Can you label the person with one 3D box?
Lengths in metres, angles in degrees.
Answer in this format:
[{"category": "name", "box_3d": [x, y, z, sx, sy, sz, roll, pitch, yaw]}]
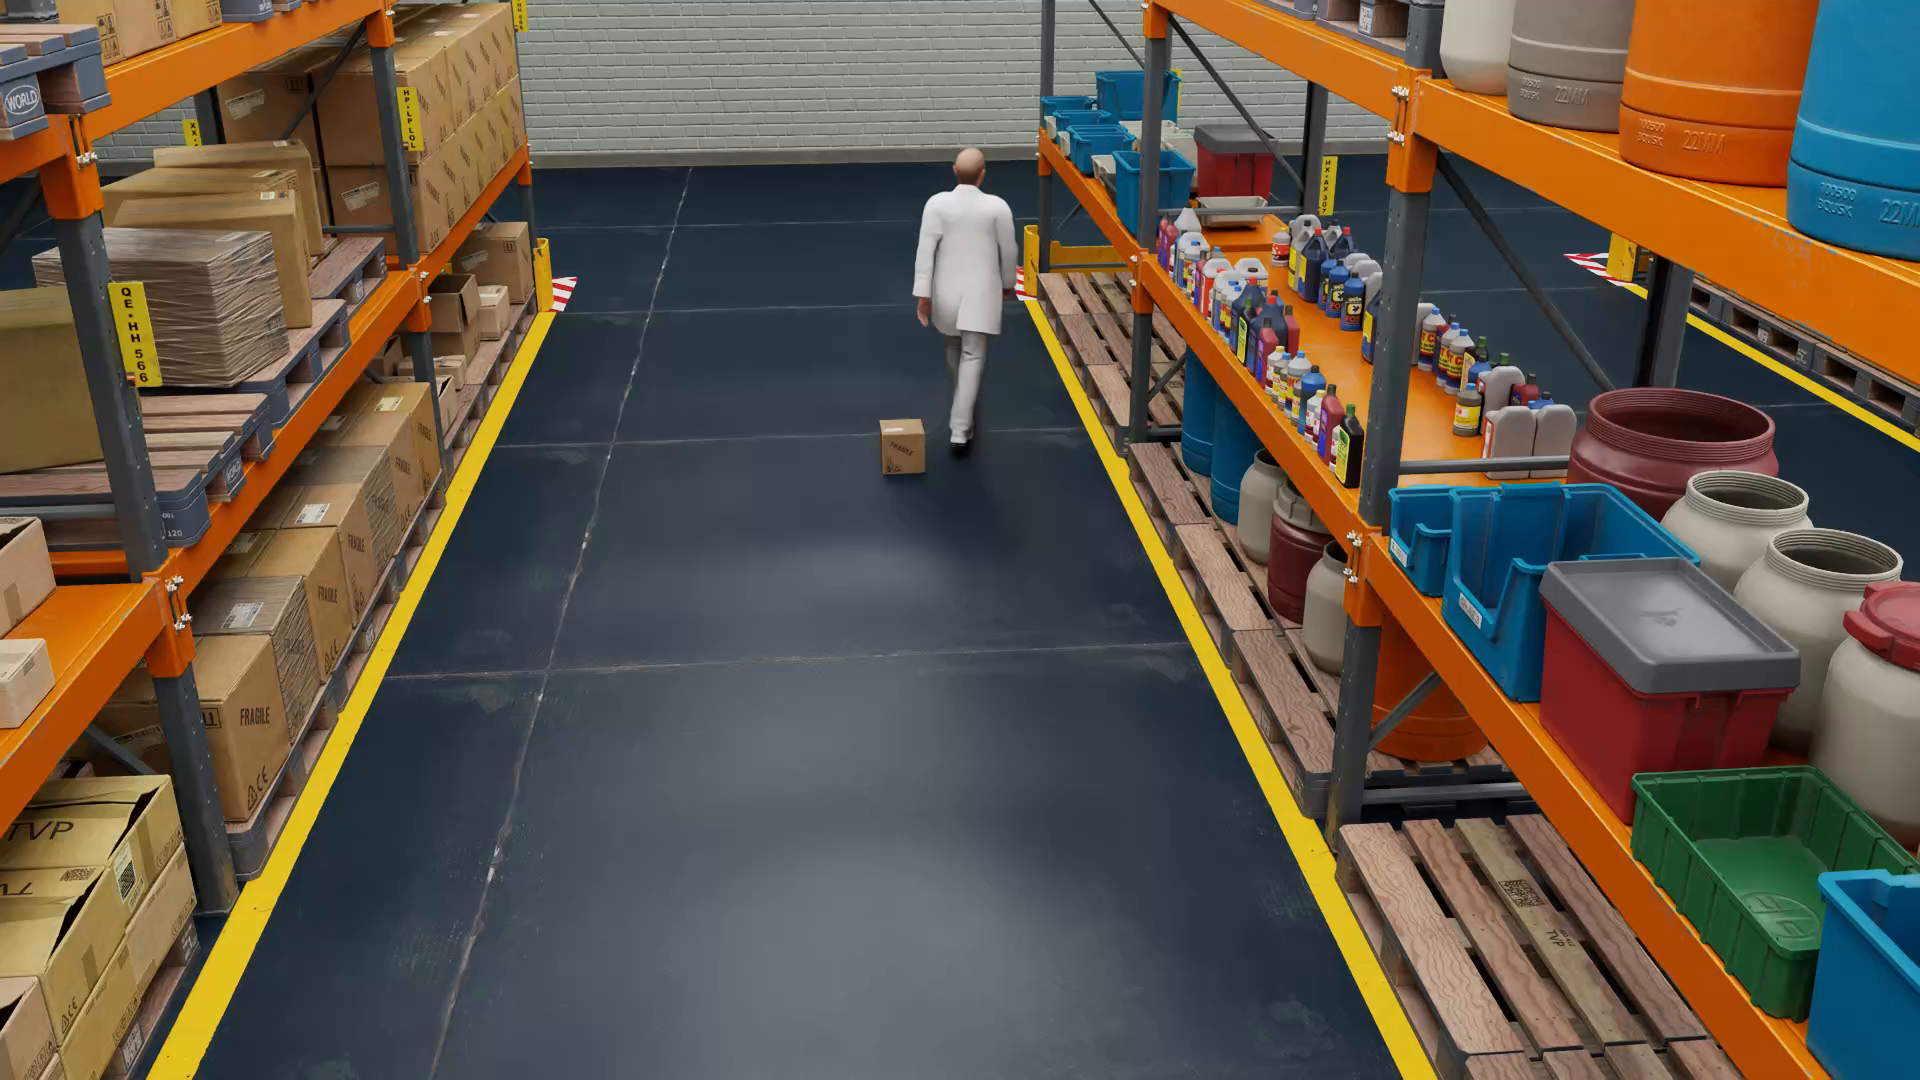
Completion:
[{"category": "person", "box_3d": [0.063, -1.530, 10.128, 0.598, 1.718, 1.121, 5, 24, 12]}]
